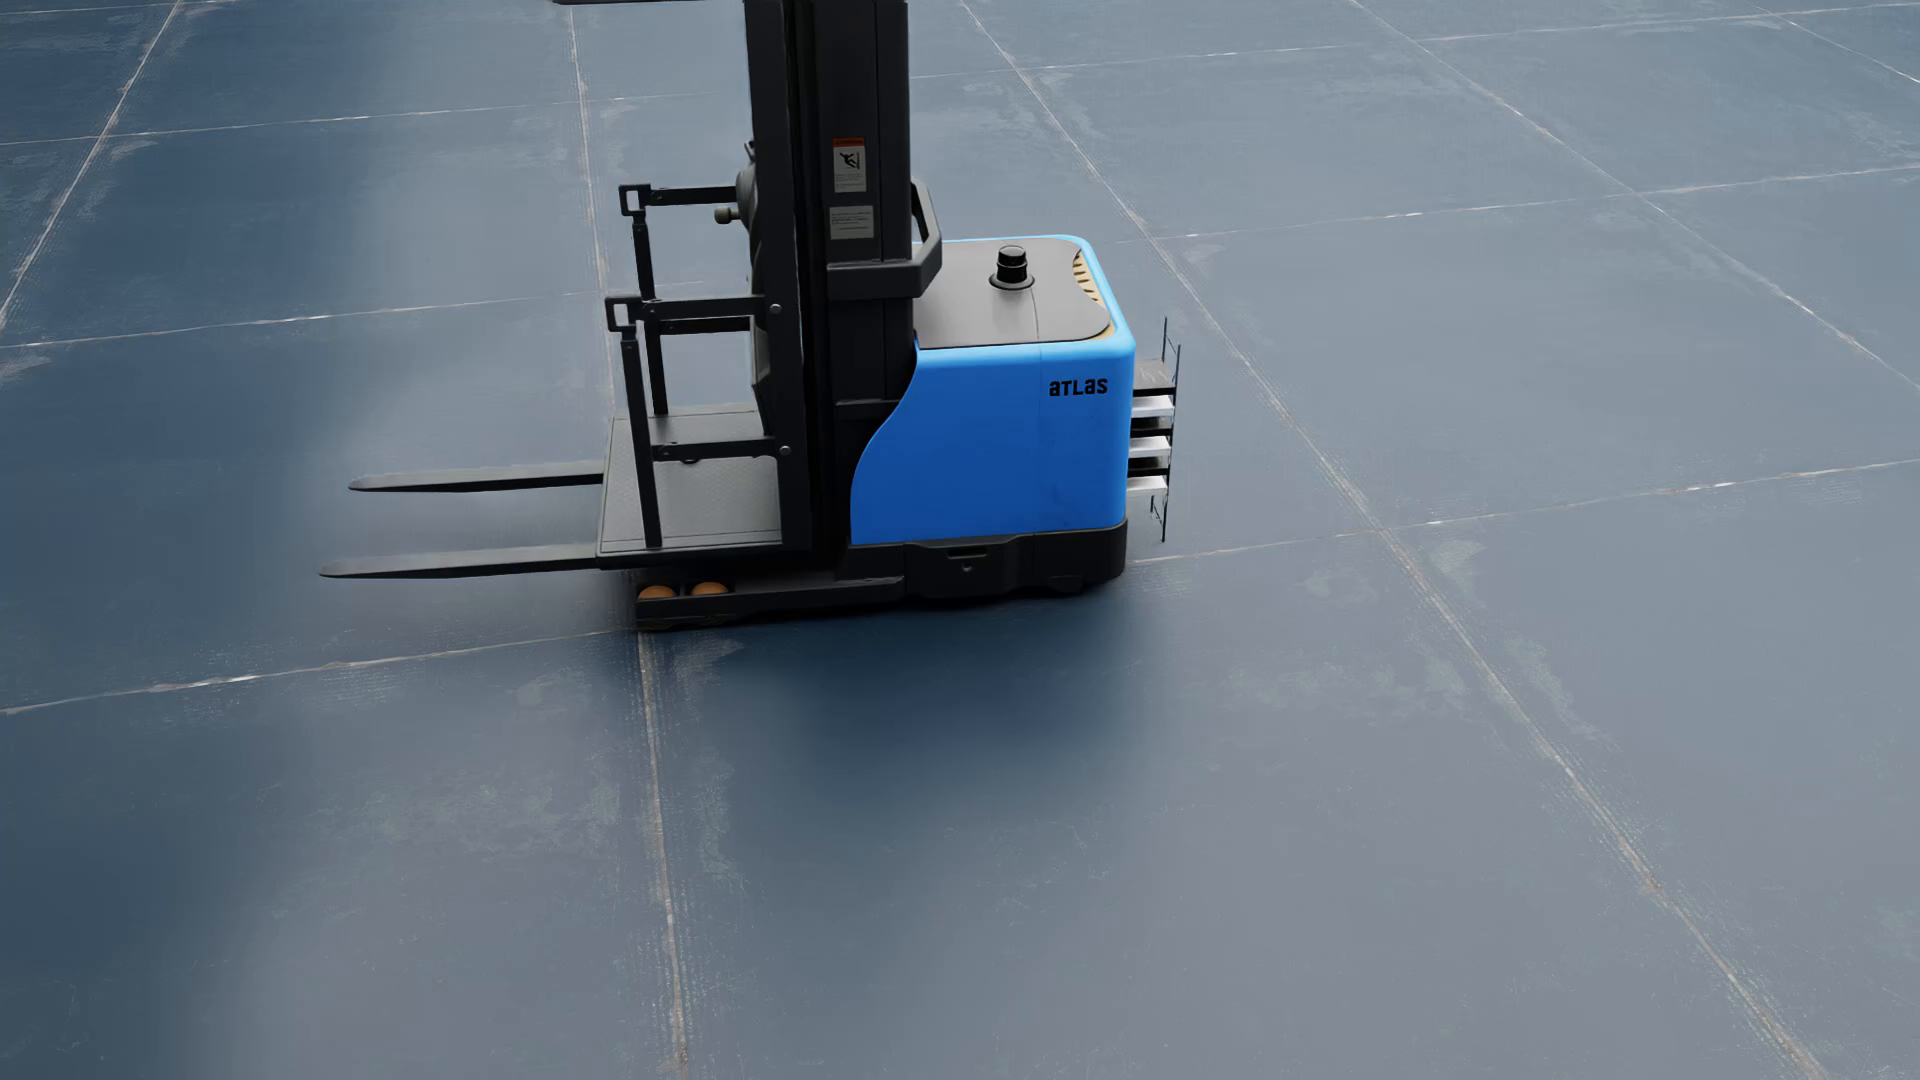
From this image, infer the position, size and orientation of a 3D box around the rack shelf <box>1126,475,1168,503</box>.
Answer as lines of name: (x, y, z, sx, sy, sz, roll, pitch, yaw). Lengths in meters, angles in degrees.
rack shelf: (0.708, -0.241, 6.684, 0.200, 0.077, 0.258, -4, 34, -6)

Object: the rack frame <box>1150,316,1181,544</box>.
rack frame: (0.809, -0.425, 6.575, 0.006, 0.900, 0.240, -4, 34, -6)

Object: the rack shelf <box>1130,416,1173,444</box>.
rack shelf: (0.708, -0.465, 6.533, 0.200, 0.077, 0.258, -4, 34, -6)

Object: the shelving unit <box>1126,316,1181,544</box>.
shelving unit: (0.708, -0.418, 6.565, 0.210, 0.900, 0.258, -4, 34, -6)

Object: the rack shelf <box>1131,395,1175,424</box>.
rack shelf: (0.708, -0.540, 6.483, 0.200, 0.077, 0.258, -4, 34, -6)

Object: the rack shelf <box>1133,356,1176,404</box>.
rack shelf: (0.708, -0.614, 6.433, 0.200, 0.077, 0.258, -4, 34, -6)

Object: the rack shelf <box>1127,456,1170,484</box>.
rack shelf: (0.708, -0.315, 6.634, 0.200, 0.077, 0.258, -4, 34, -6)

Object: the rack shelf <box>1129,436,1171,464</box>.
rack shelf: (0.708, -0.390, 6.584, 0.200, 0.077, 0.258, -4, 34, -6)

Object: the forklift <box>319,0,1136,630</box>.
forklift: (-0.914, -1.192, 5.895, 3.031, 2.935, 1.130, -4, 34, -6)
